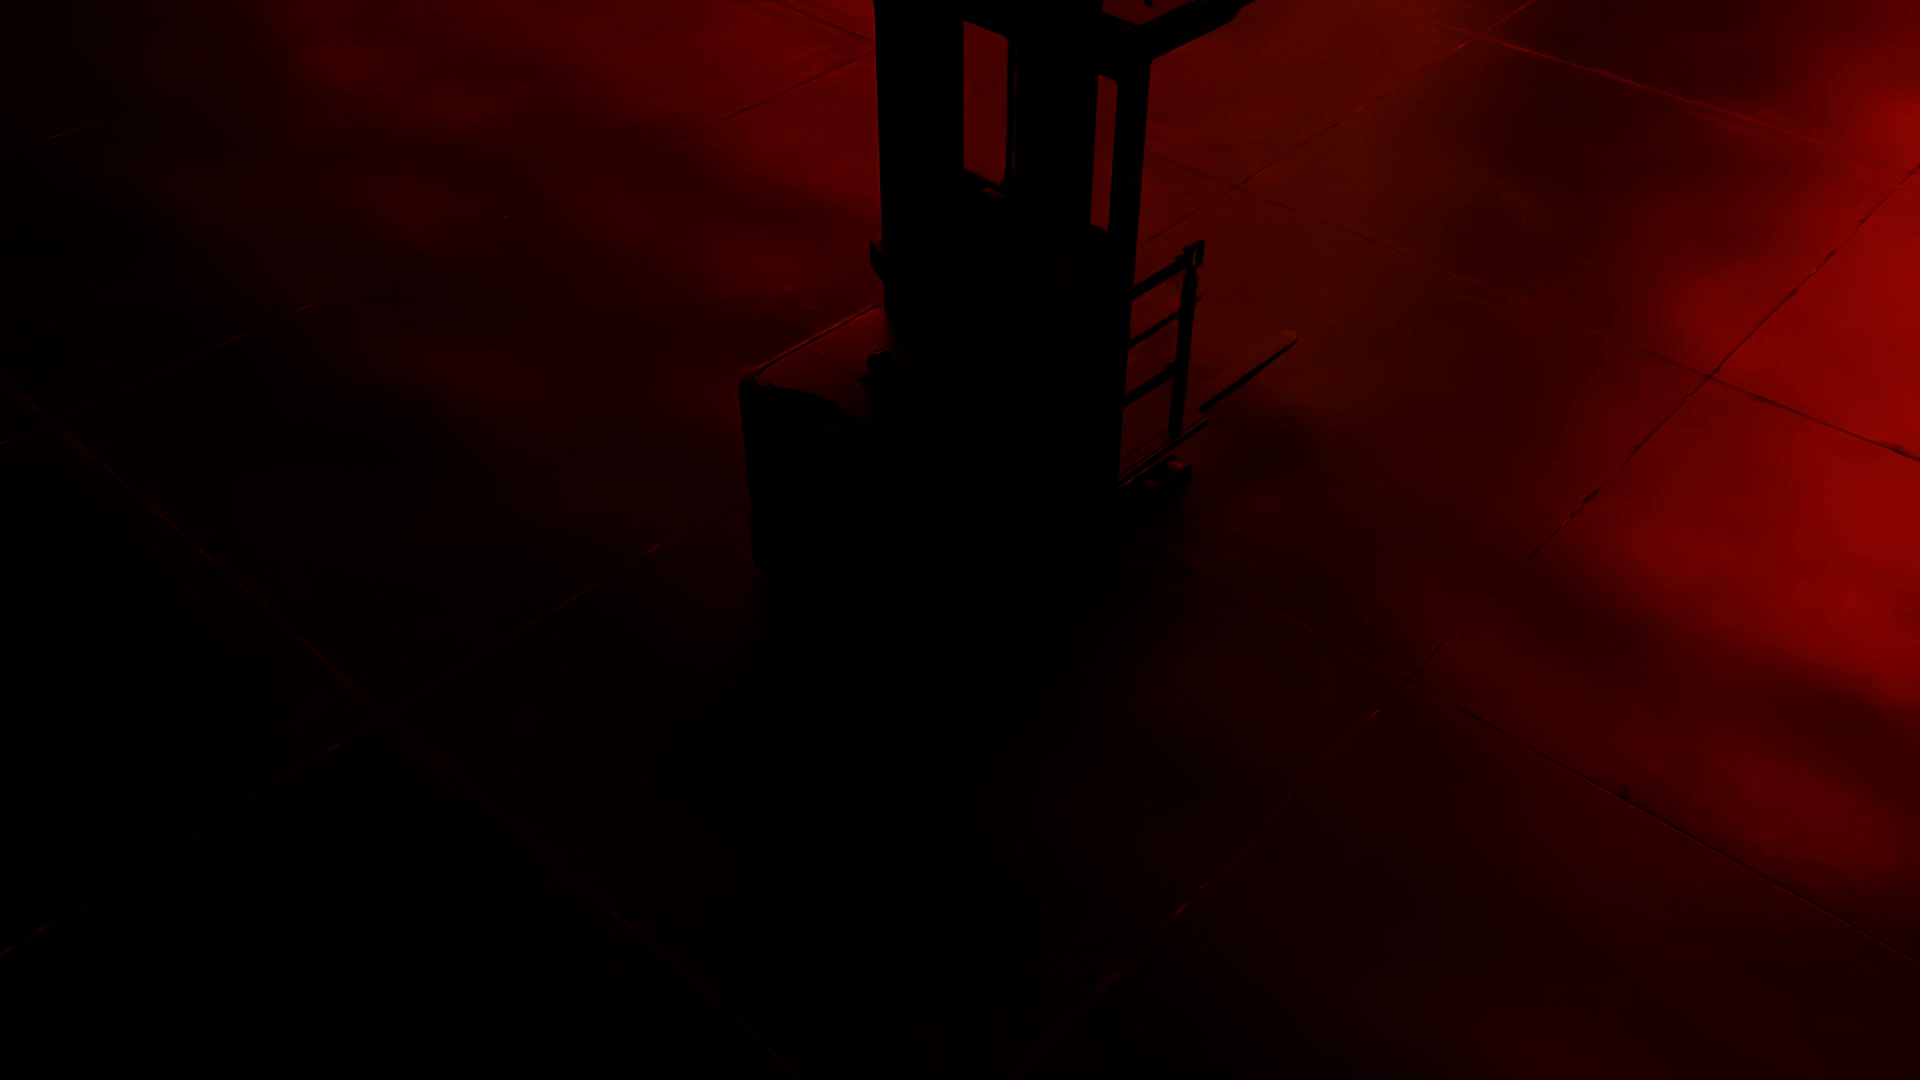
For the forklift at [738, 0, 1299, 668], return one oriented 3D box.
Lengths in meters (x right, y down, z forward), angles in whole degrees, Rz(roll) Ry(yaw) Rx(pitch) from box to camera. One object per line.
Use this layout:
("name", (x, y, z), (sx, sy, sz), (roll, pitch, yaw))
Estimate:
("forklift", (0.456, -1.440, 7.107), (1.130, 2.935, 3.031), (32, 50, 32))
